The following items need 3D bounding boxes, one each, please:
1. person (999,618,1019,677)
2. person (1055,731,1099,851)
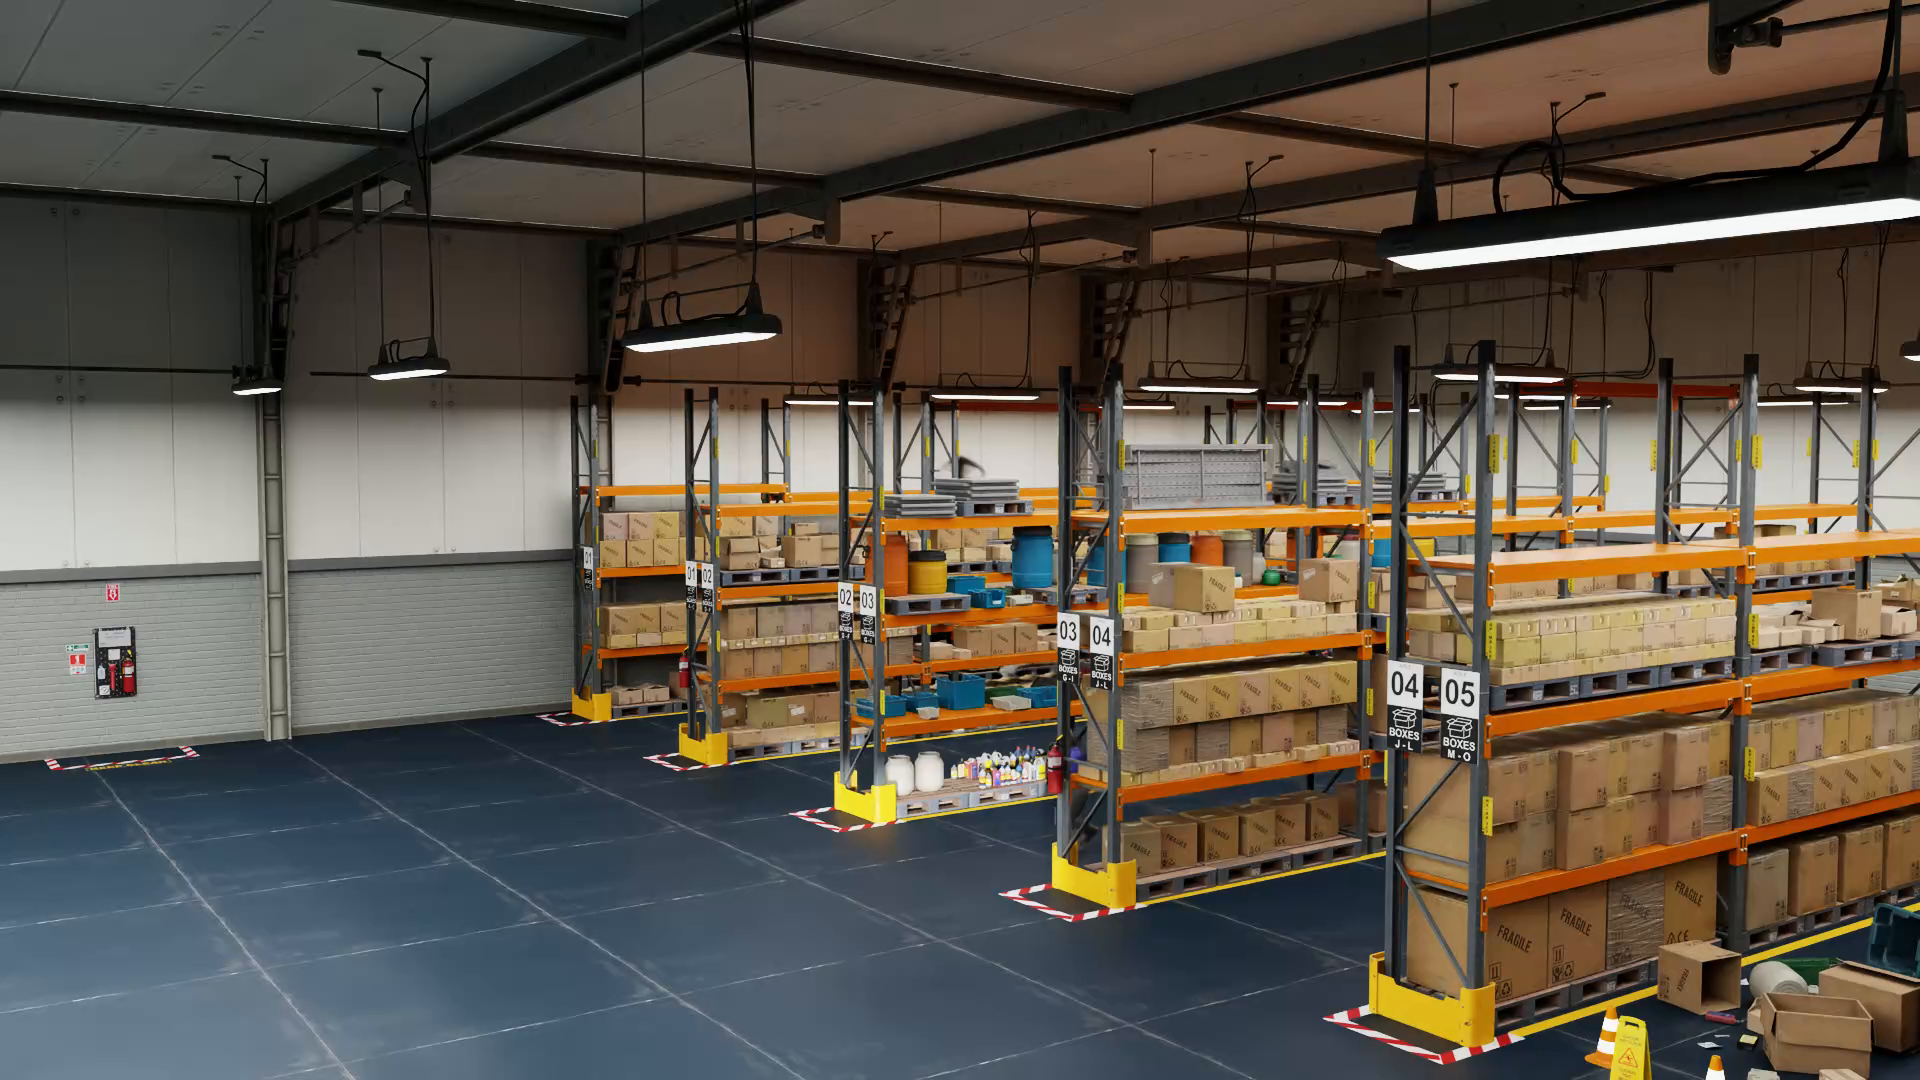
[{"bbox_3d":[1.027,2.375,32.189,0.947,1.776,0.739,-3,5,-41],"label":"person"},{"bbox_3d":[1.470,3.158,20.788,0.612,1.594,0.694,-1,3,-9],"label":"person"}]
